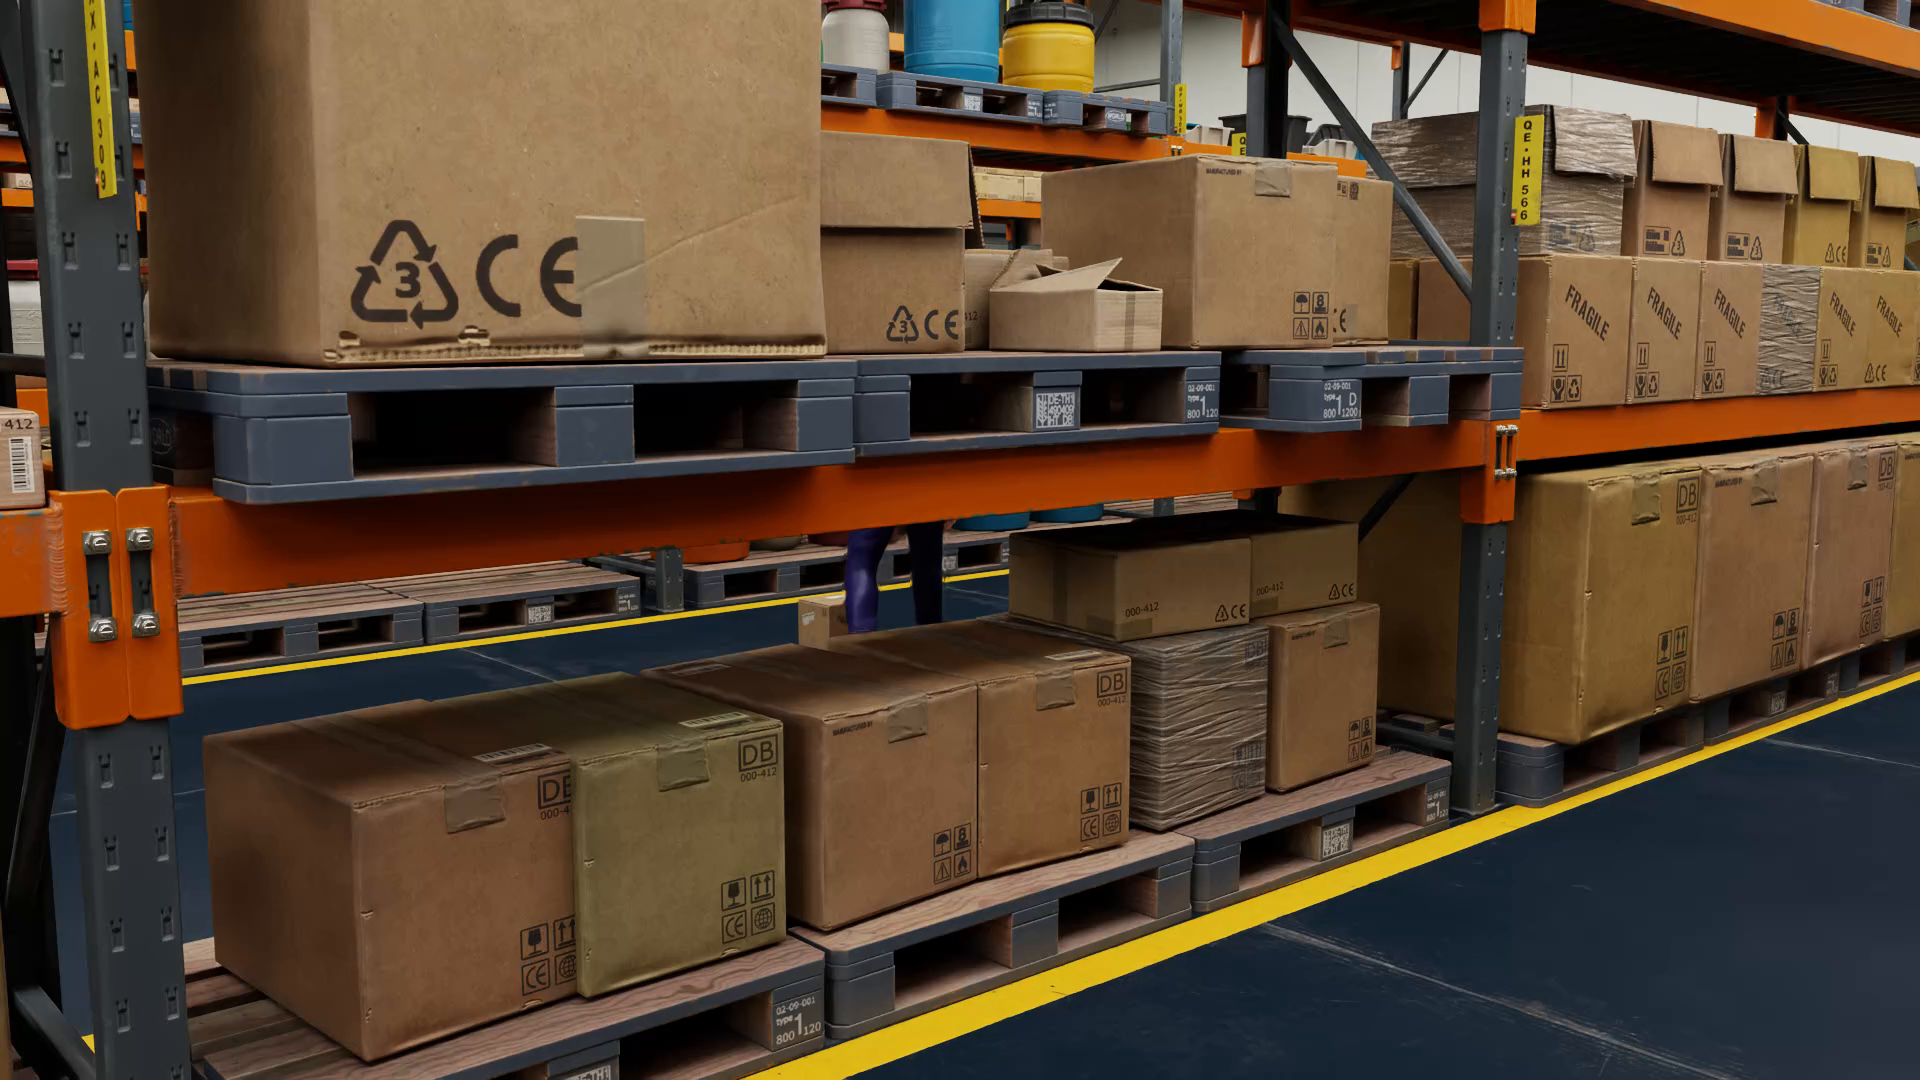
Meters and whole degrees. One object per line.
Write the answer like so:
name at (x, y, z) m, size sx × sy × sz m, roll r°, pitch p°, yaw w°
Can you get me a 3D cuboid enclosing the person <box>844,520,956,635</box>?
person at (-0.306, -0.212, 7.461) m, size 0.630 × 1.615 × 0.756 m, roll -2°, pitch 8°, yaw -17°
